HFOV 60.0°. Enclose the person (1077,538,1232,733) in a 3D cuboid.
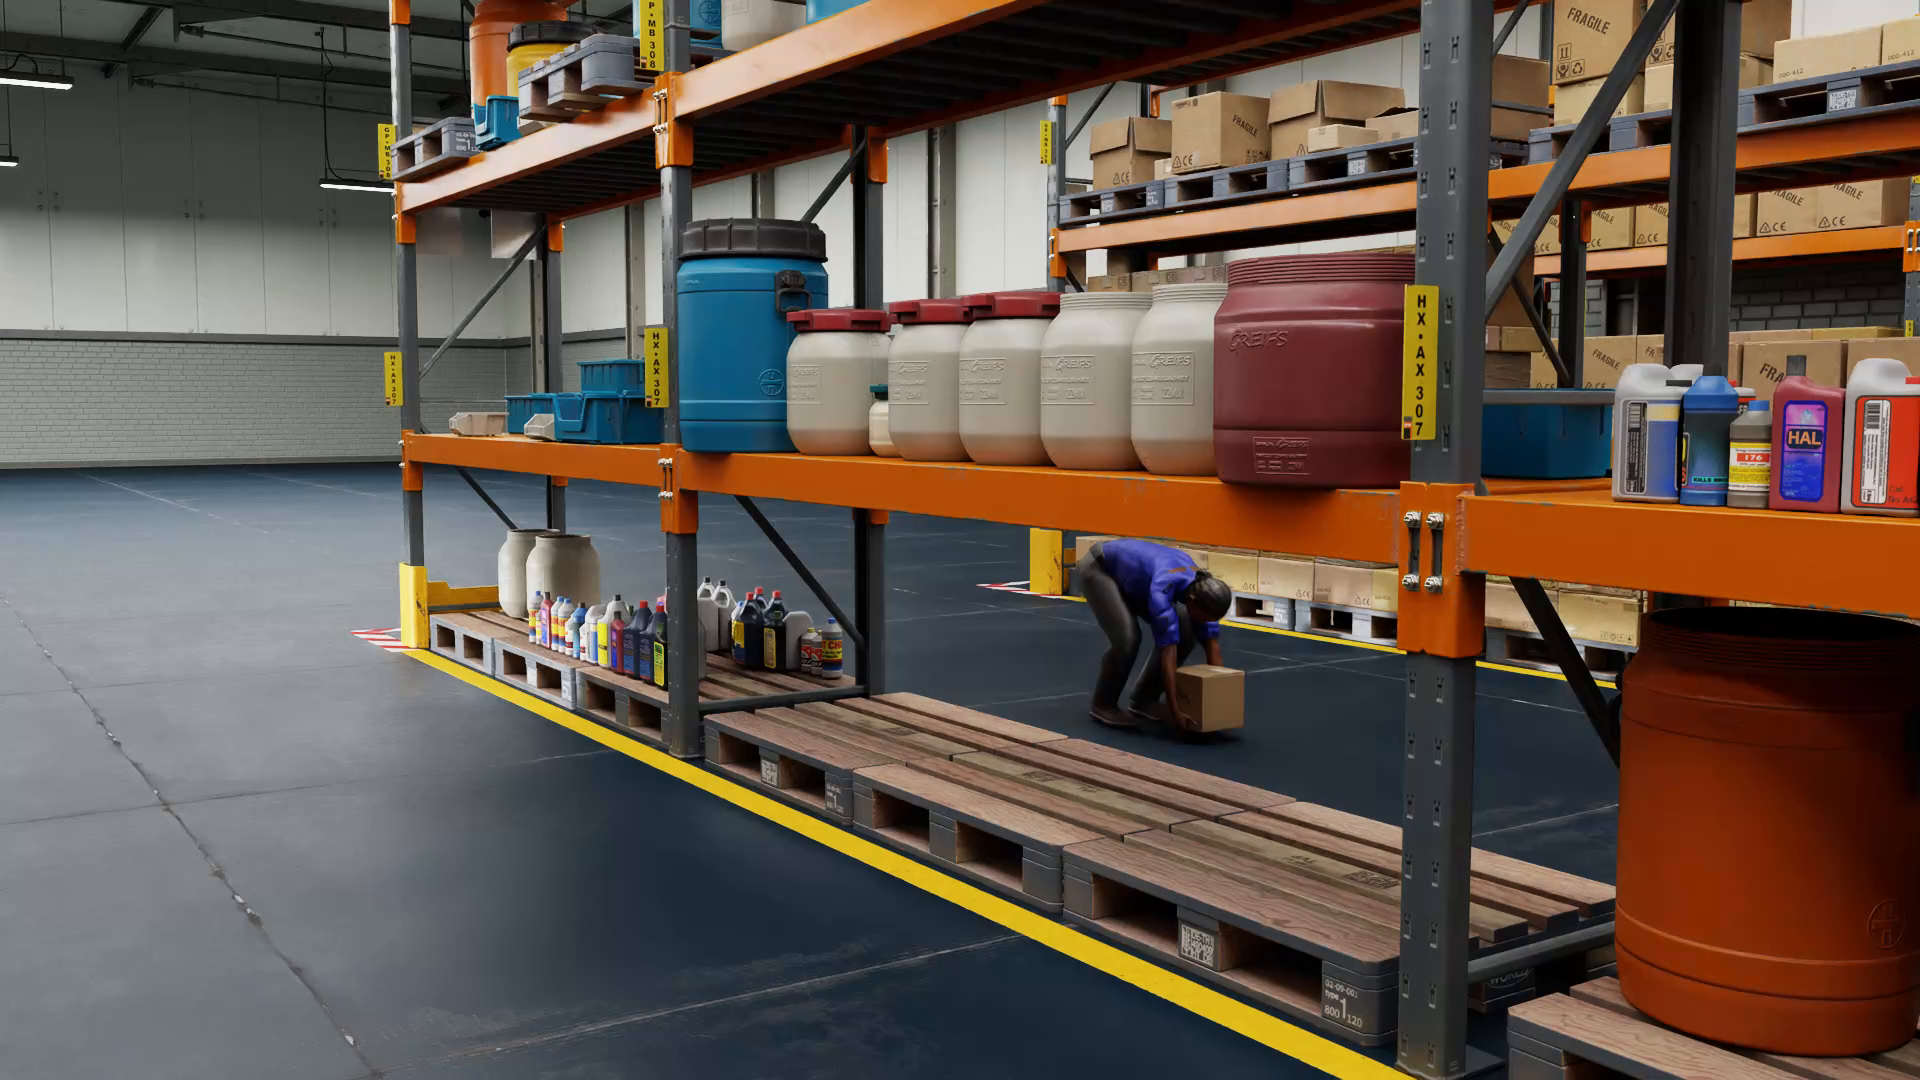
[{"bbox_3d":[0.916,0.436,7.665,0.465,0.864,0.866,-4,6,-36],"label":"person"}]
